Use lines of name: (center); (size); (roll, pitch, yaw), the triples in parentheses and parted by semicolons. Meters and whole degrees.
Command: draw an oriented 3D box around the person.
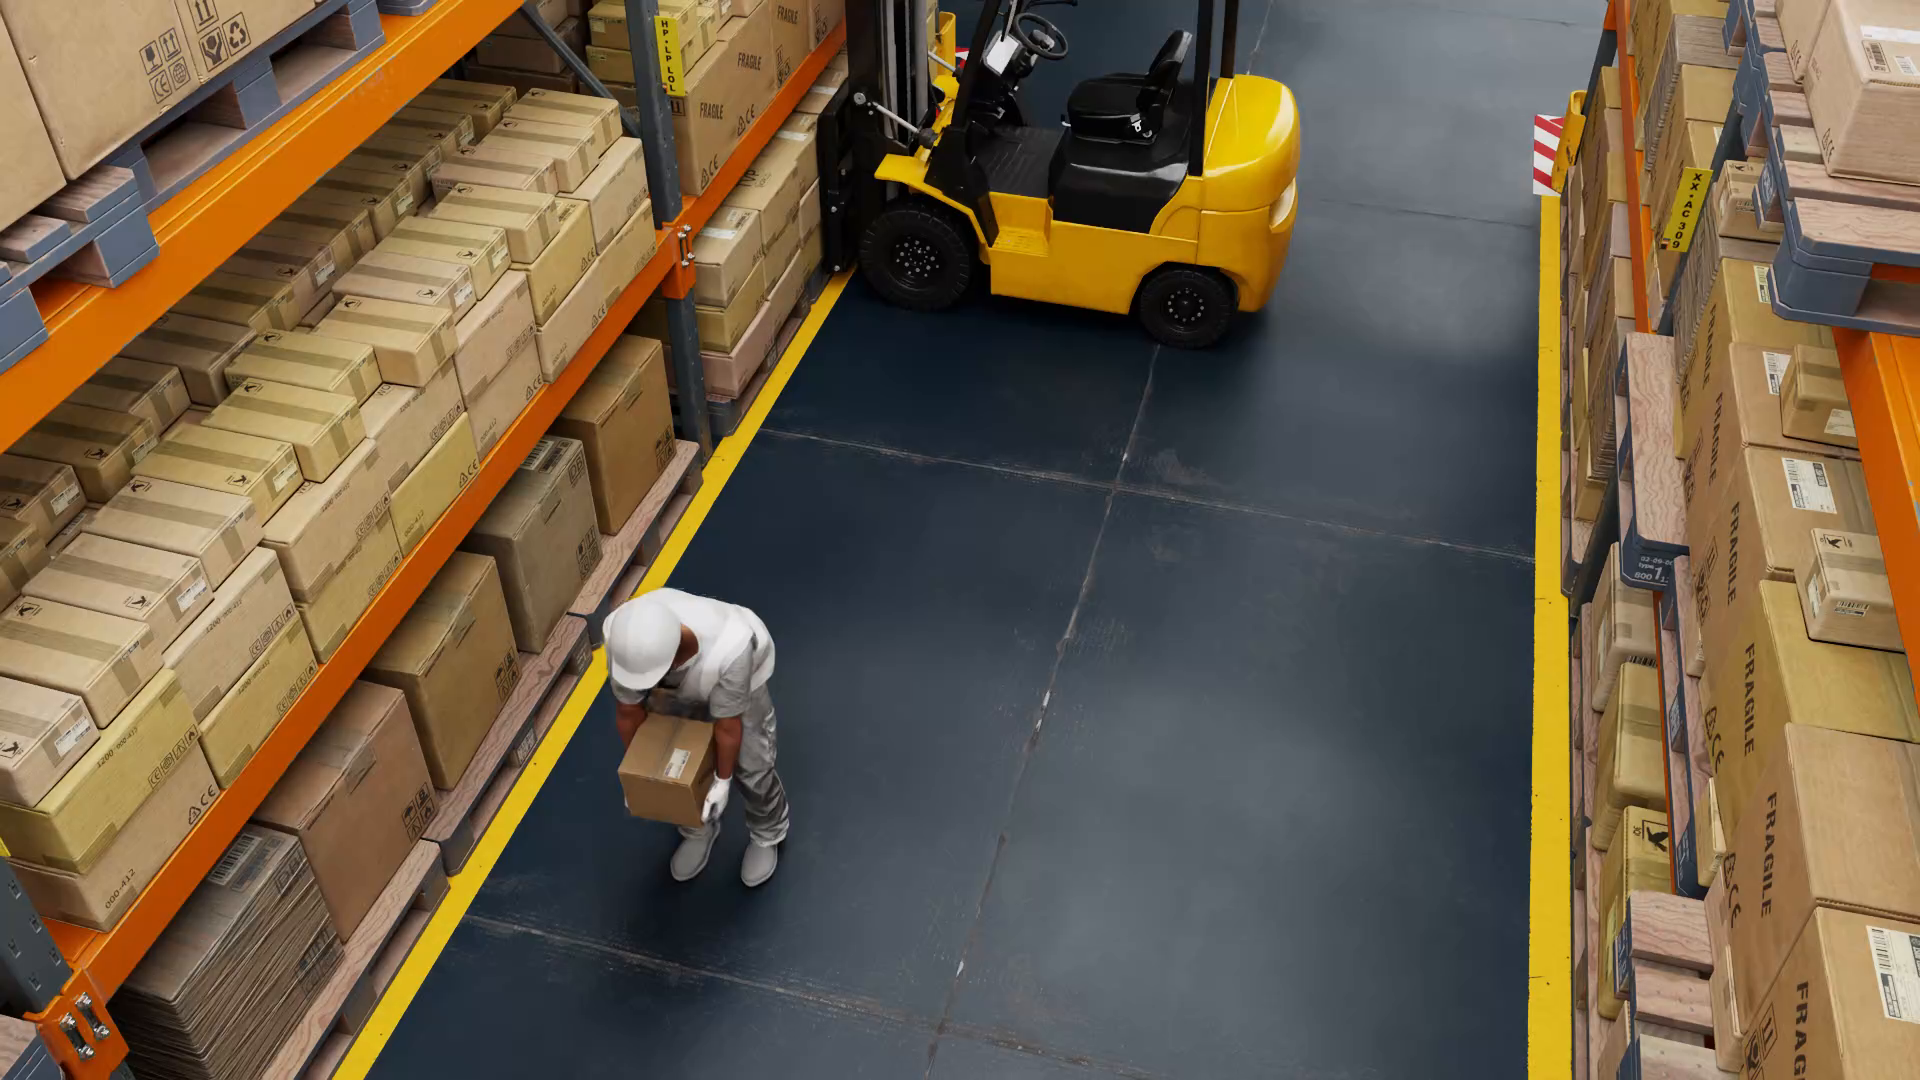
person: (-0.877, 0.635, 5.554); (0.481, 1.585, 0.786); (9, 41, 10)
